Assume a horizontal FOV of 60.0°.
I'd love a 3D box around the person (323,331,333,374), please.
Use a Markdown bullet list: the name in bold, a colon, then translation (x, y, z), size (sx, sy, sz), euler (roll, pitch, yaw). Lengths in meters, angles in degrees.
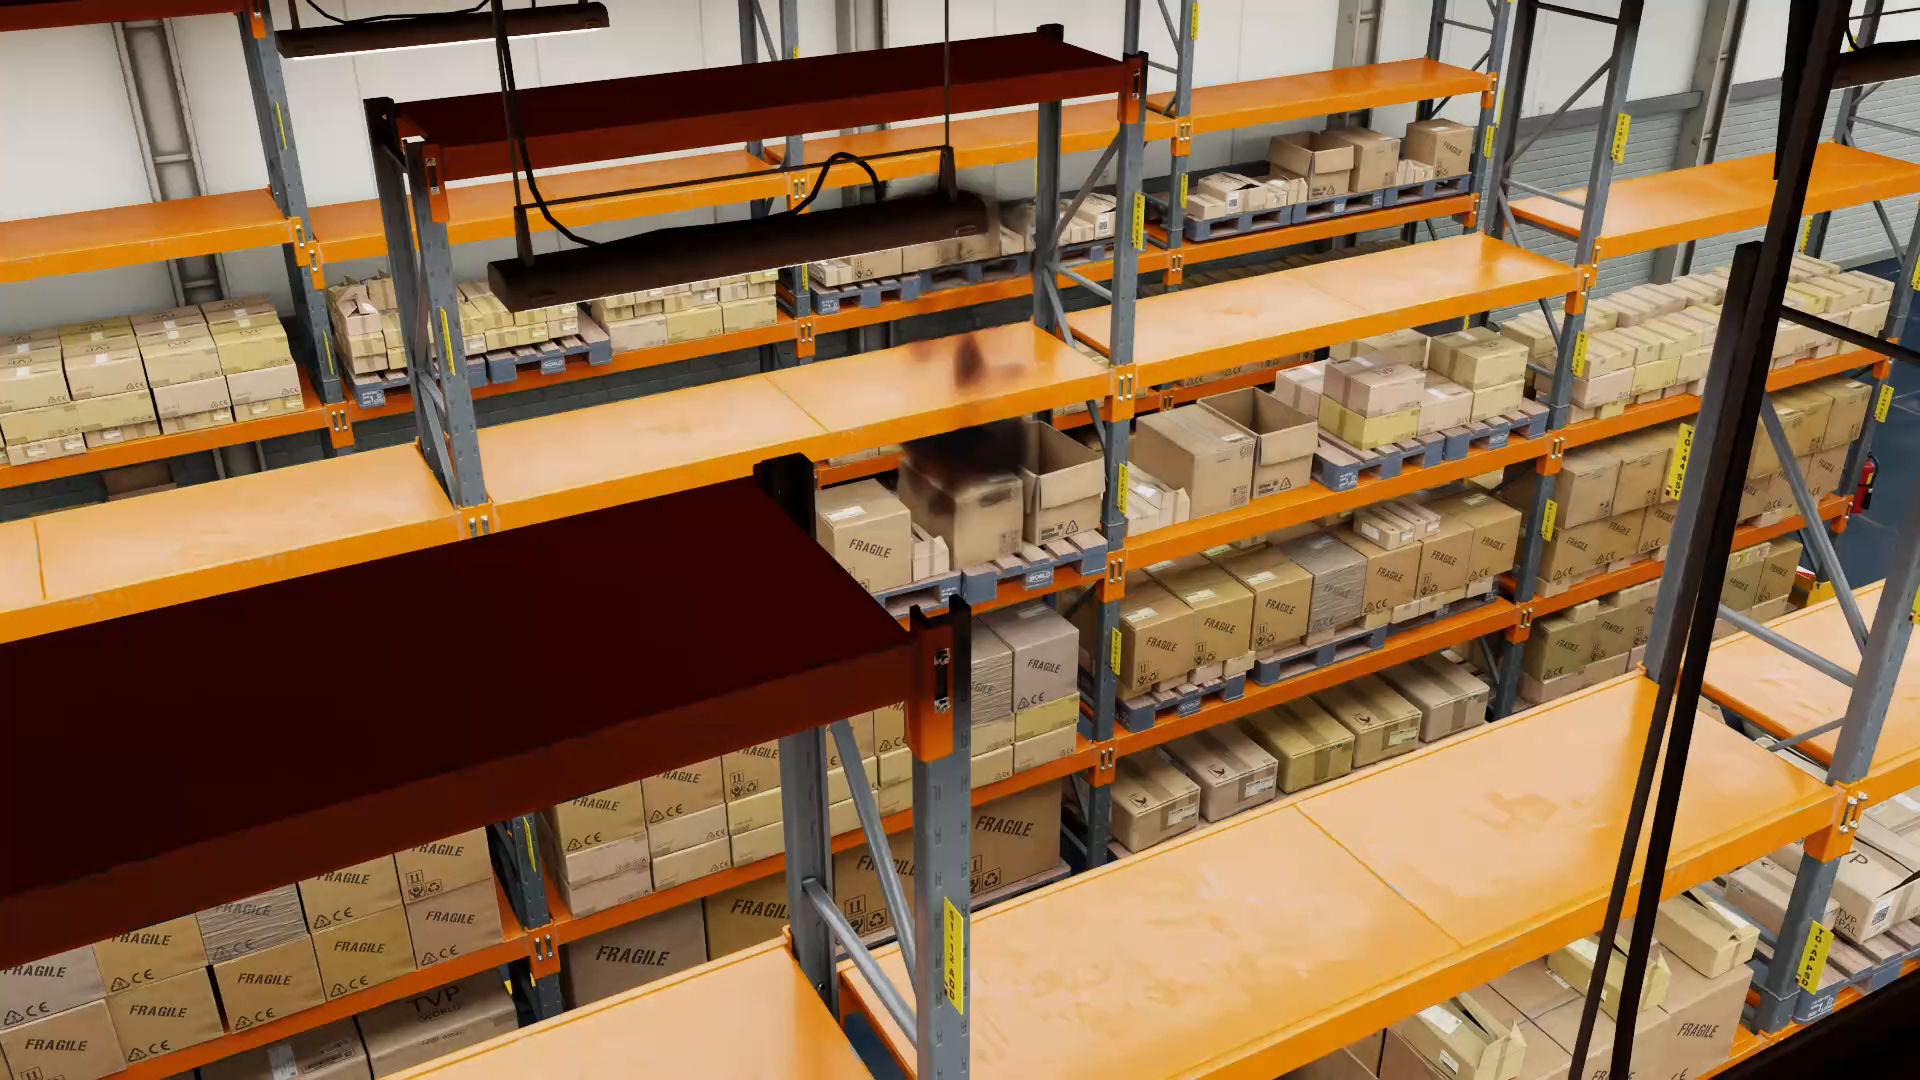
- **person**: translation (6.620, 3.541, 5.734), size (28.459, 2.524, 3.766), euler (15, 31, 26)
